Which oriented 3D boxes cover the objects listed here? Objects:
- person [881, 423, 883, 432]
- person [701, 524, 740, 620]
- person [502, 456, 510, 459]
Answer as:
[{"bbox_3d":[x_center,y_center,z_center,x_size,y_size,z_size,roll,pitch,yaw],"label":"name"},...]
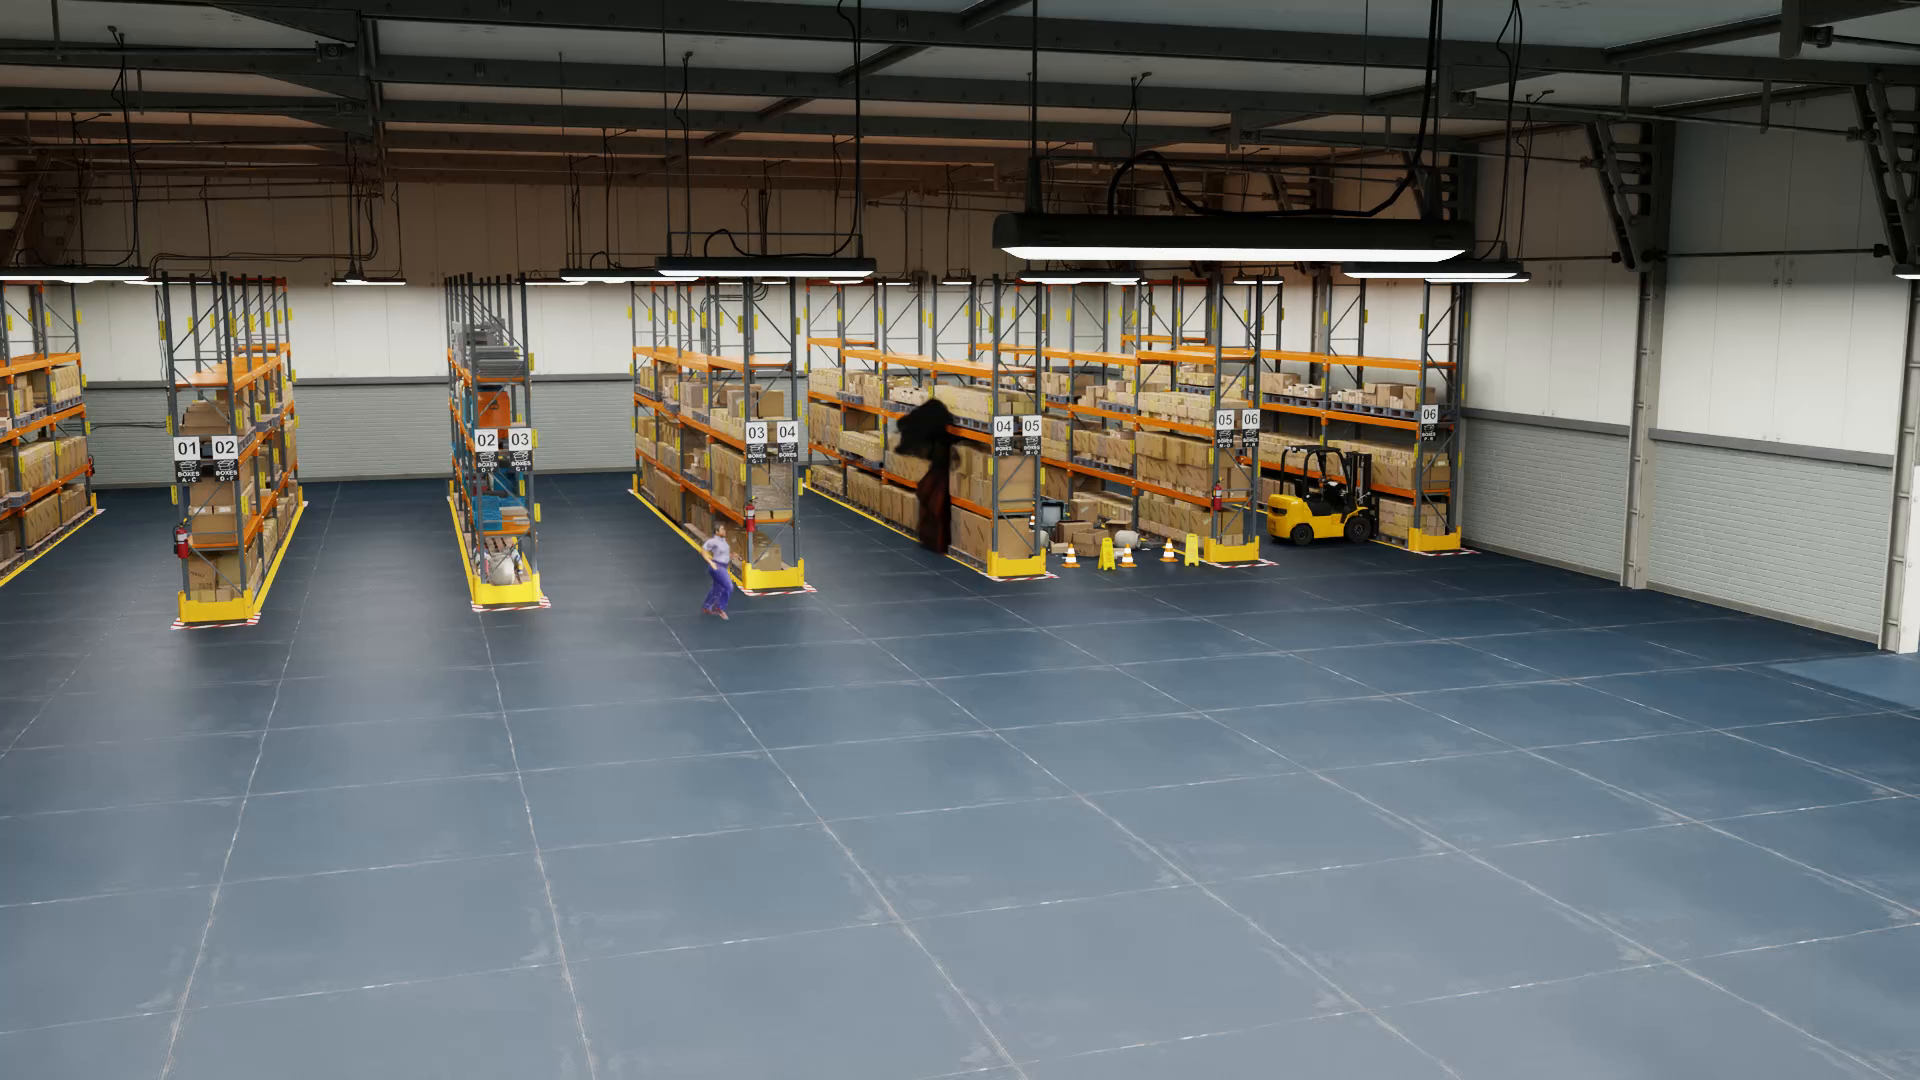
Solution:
[{"bbox_3d":[-2.249,-2.678,50.120,0.972,1.769,0.660,-3,9,-20],"label":"person"},{"bbox_3d":[-4.201,0.515,29.080,0.701,1.611,0.574,1,9,9],"label":"person"},{"bbox_3d":[-12.817,-2.142,46.679,0.576,1.727,0.709,-2,9,-10],"label":"person"}]
